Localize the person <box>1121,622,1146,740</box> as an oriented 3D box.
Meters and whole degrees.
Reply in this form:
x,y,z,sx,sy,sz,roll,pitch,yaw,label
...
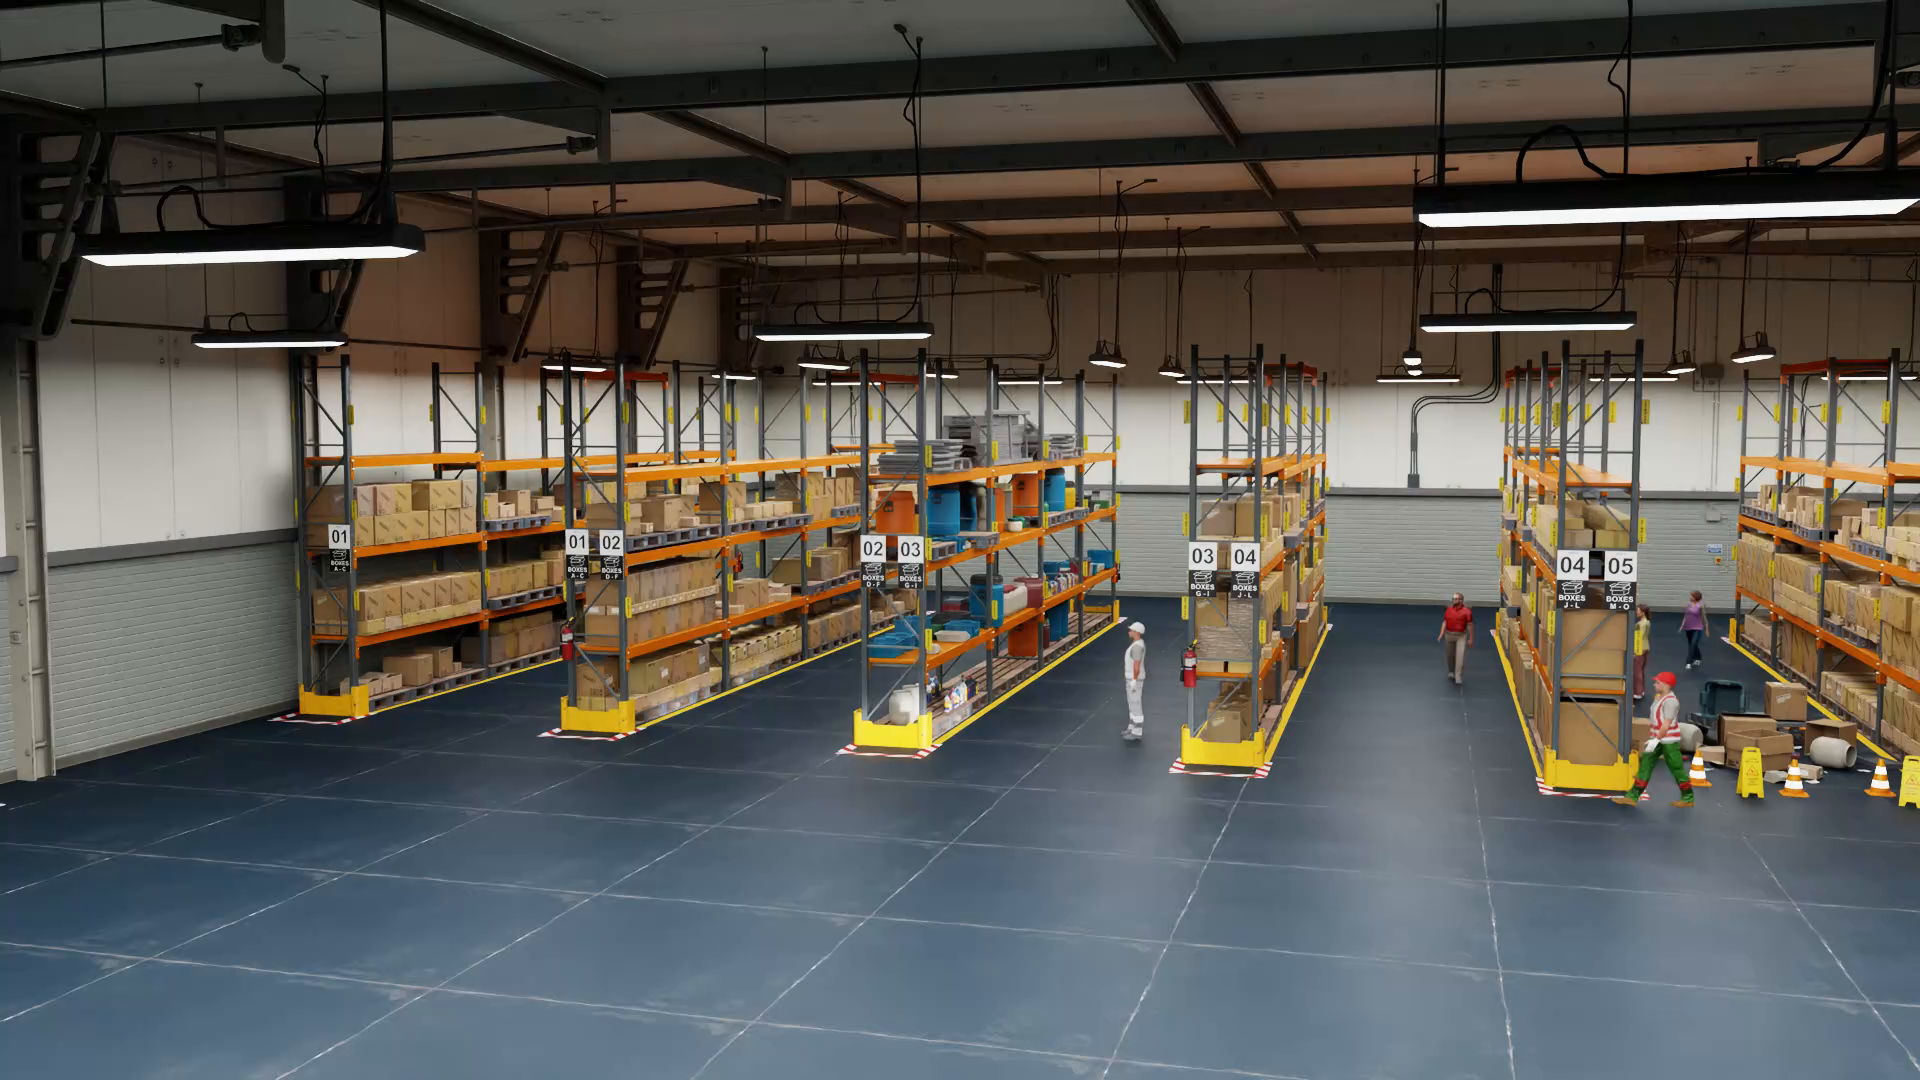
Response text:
x,y,z,sx,sy,sz,roll,pitch,yaw,label
2.695,2.138,25.780,0.385,1.739,0.591,0,4,-1,person

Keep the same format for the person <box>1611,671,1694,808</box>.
x,y,z,sx,sy,sz,roll,pitch,yaw,label
8.839,2.532,21.073,0.976,1.738,0.535,-1,4,-8,person

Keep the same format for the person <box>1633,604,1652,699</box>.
x,y,z,sx,sy,sz,roll,pitch,yaw,label
11.997,1.962,29.466,0.513,1.672,0.484,-4,6,-42,person

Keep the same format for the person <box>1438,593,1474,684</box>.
x,y,z,sx,sy,sz,roll,pitch,yaw,label
9.281,1.830,31.097,0.637,1.683,1.009,2,5,21,person

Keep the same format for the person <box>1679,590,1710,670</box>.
x,y,z,sx,sy,sz,roll,pitch,yaw,label
14.468,1.755,32.778,0.949,1.544,0.514,-3,5,-37,person
